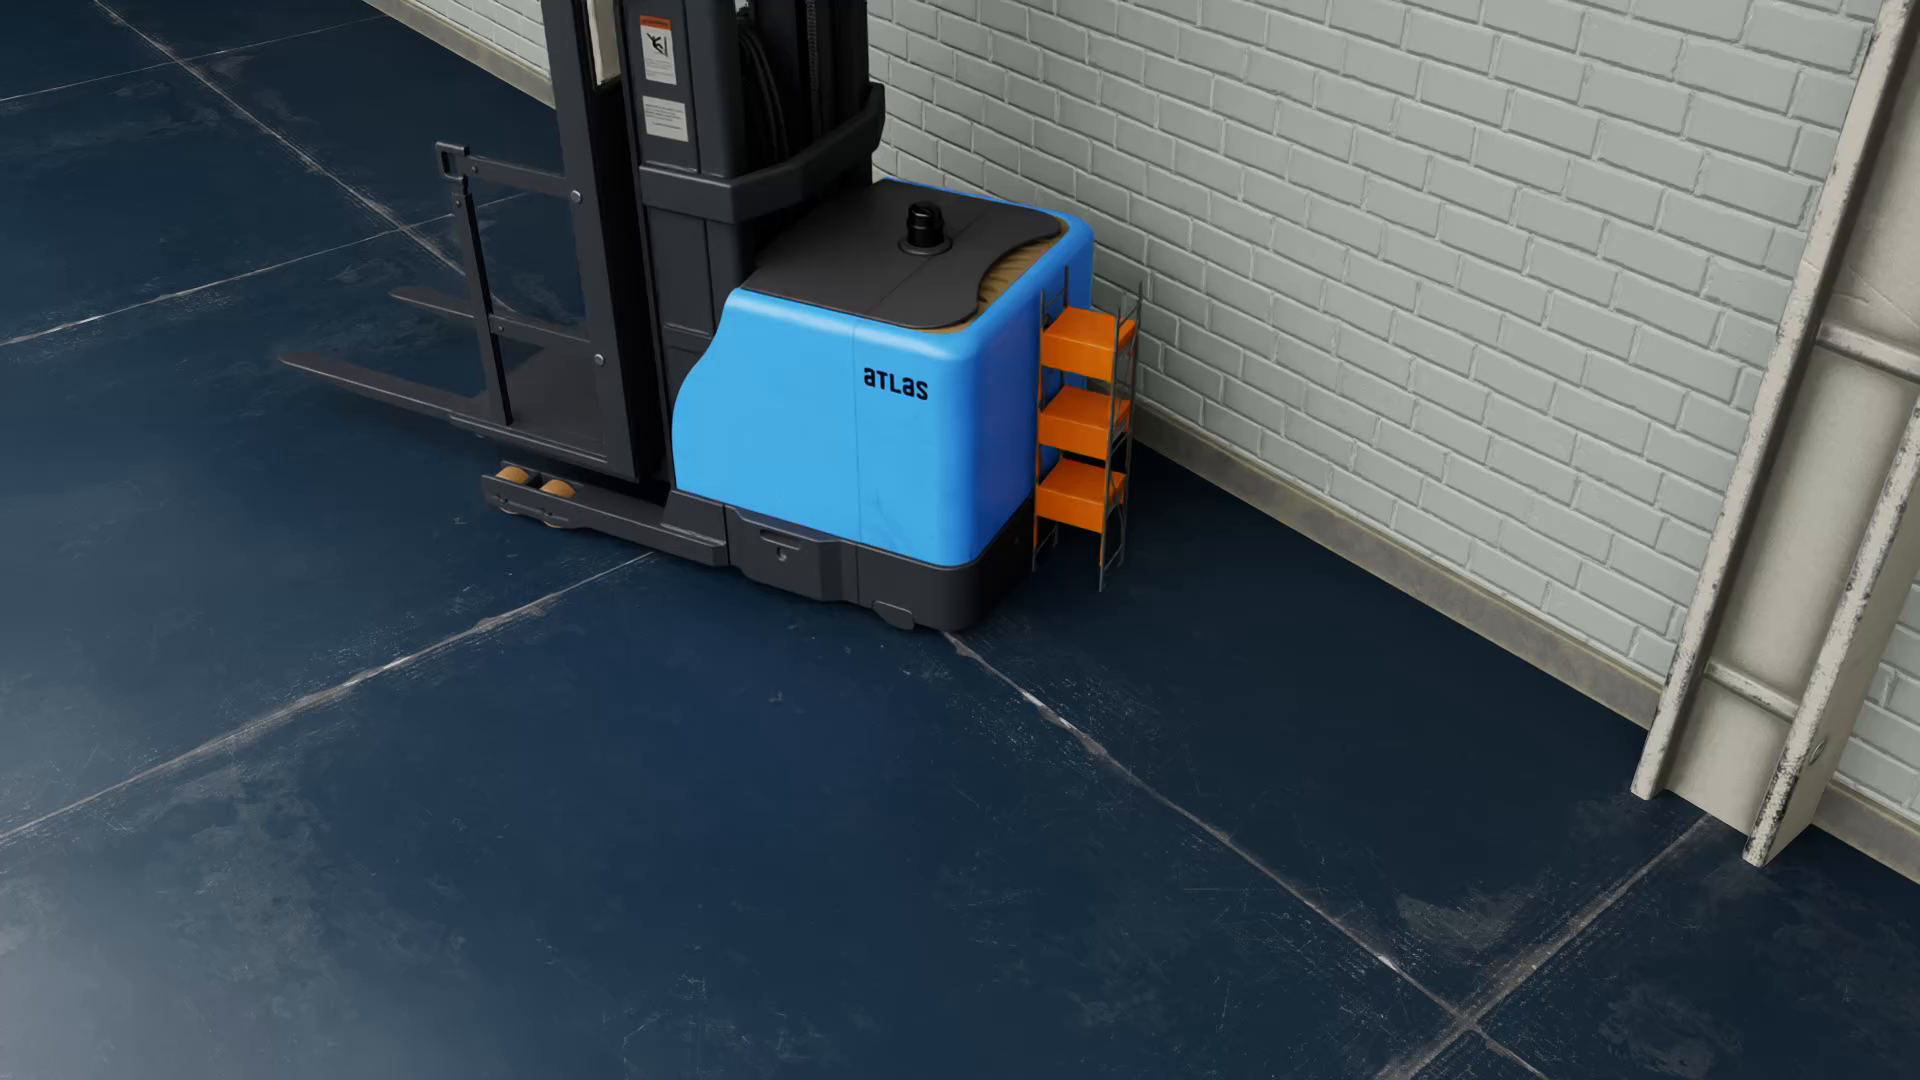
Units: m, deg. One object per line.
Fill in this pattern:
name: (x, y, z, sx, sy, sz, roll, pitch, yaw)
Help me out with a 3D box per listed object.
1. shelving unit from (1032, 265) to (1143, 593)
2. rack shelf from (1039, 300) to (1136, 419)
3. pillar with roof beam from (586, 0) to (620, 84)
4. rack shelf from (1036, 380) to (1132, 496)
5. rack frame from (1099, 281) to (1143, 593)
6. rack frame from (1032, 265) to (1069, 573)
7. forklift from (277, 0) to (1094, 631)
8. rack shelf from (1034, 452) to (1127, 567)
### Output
shelving unit: (0.399, -0.338, 5.318, 0.252, 1.050, 0.215, 16, 38, 21)
rack shelf: (0.399, -0.561, 5.161, 0.240, 0.259, 0.215, 16, 38, 21)
pillar with roof beam: (-5.007, -3.972, 3.572, 9.100, 9.000, 0.400, -26, 43, -32)
rack shelf: (0.399, -0.329, 5.325, 0.240, 0.259, 0.215, 16, 38, 21)
rack frame: (0.508, -0.306, 5.274, 0.008, 1.050, 0.200, 16, 38, 21)
rack frame: (0.290, -0.369, 5.363, 0.008, 1.050, 0.200, 16, 38, 21)
forklift: (-1.105, -1.492, 5.321, 3.031, 2.935, 1.130, 16, 38, 21)
rack shelf: (0.399, -0.102, 5.485, 0.240, 0.259, 0.215, 16, 38, 21)
